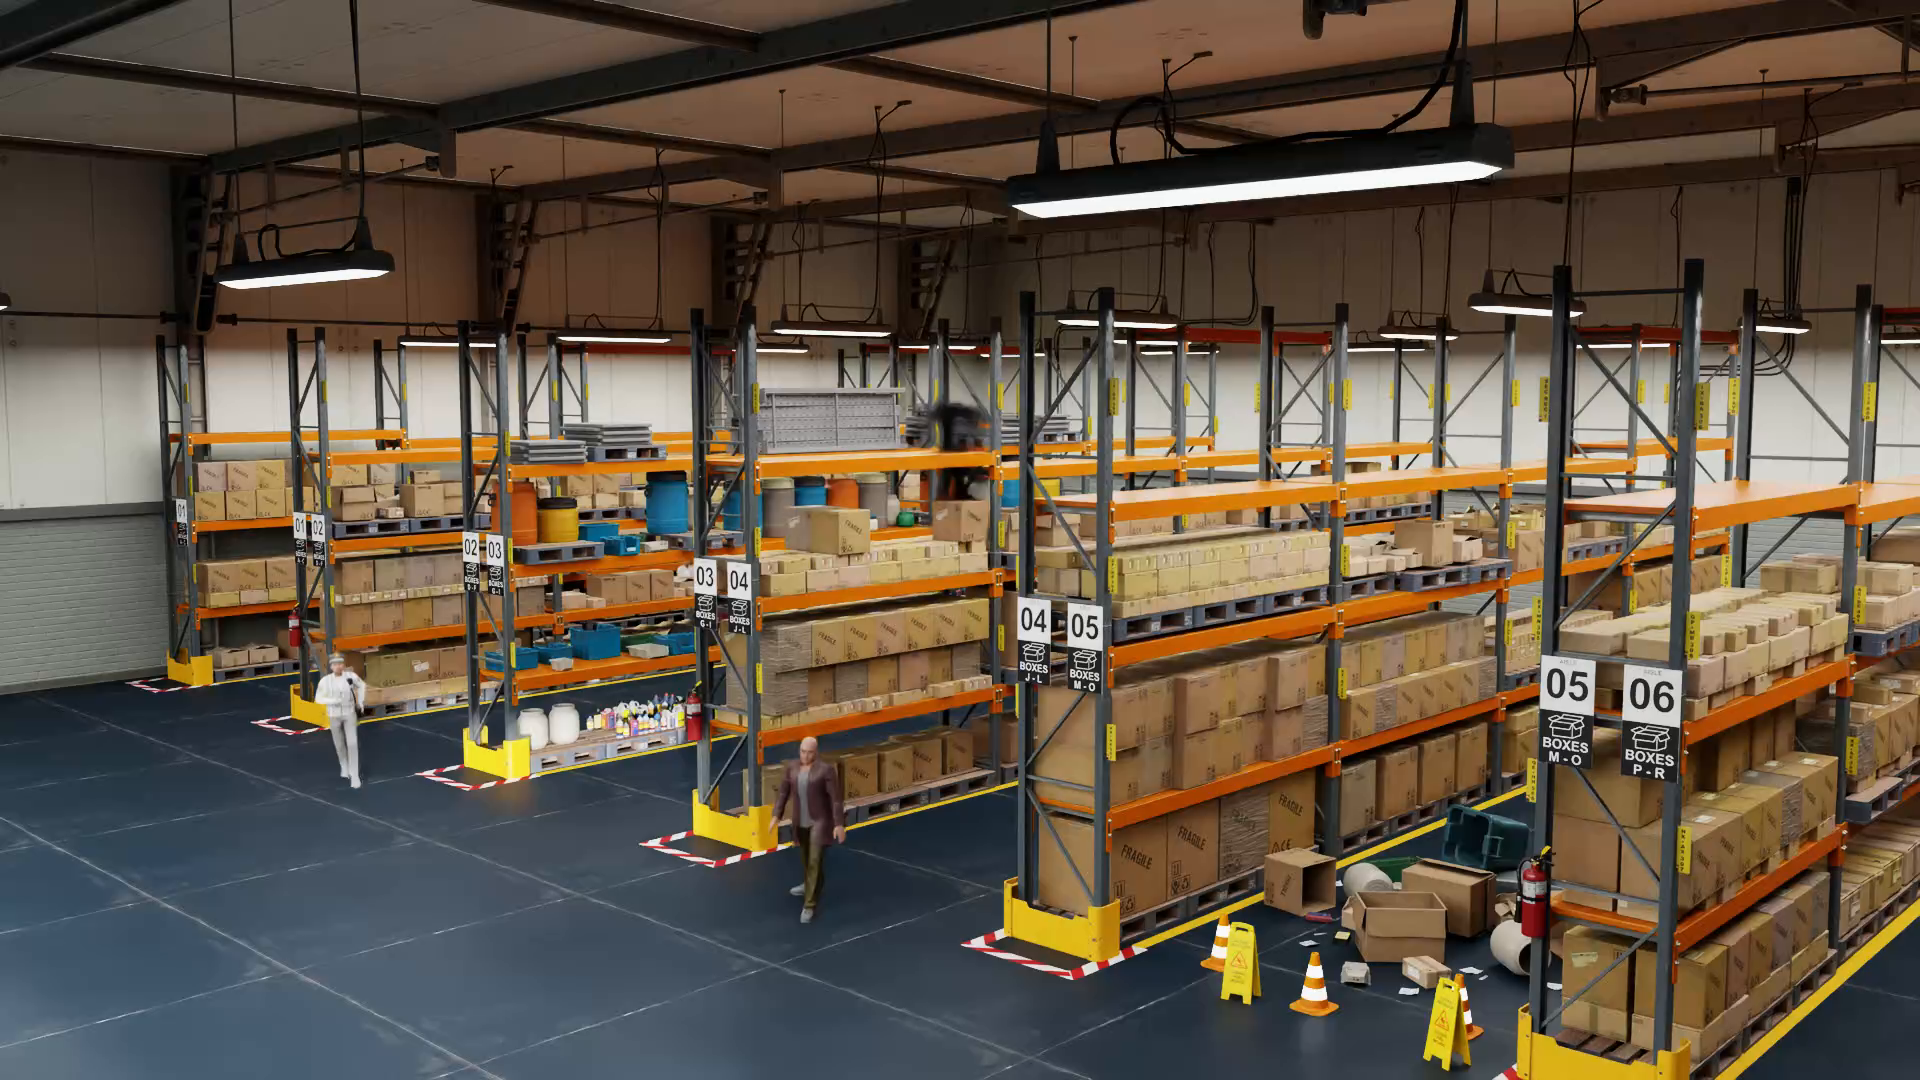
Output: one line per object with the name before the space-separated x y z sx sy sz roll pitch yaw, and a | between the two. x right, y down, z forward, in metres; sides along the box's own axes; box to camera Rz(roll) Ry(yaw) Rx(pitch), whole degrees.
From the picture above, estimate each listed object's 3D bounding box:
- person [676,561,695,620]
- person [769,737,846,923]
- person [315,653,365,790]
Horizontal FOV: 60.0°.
person | -5.602 1.085 34.709 0.595 1.665 0.790 2 6 24
person | -1.469 2.764 16.314 0.748 1.730 0.947 3 6 26
person | -7.985 2.300 21.459 0.589 1.736 0.779 -2 6 -17
